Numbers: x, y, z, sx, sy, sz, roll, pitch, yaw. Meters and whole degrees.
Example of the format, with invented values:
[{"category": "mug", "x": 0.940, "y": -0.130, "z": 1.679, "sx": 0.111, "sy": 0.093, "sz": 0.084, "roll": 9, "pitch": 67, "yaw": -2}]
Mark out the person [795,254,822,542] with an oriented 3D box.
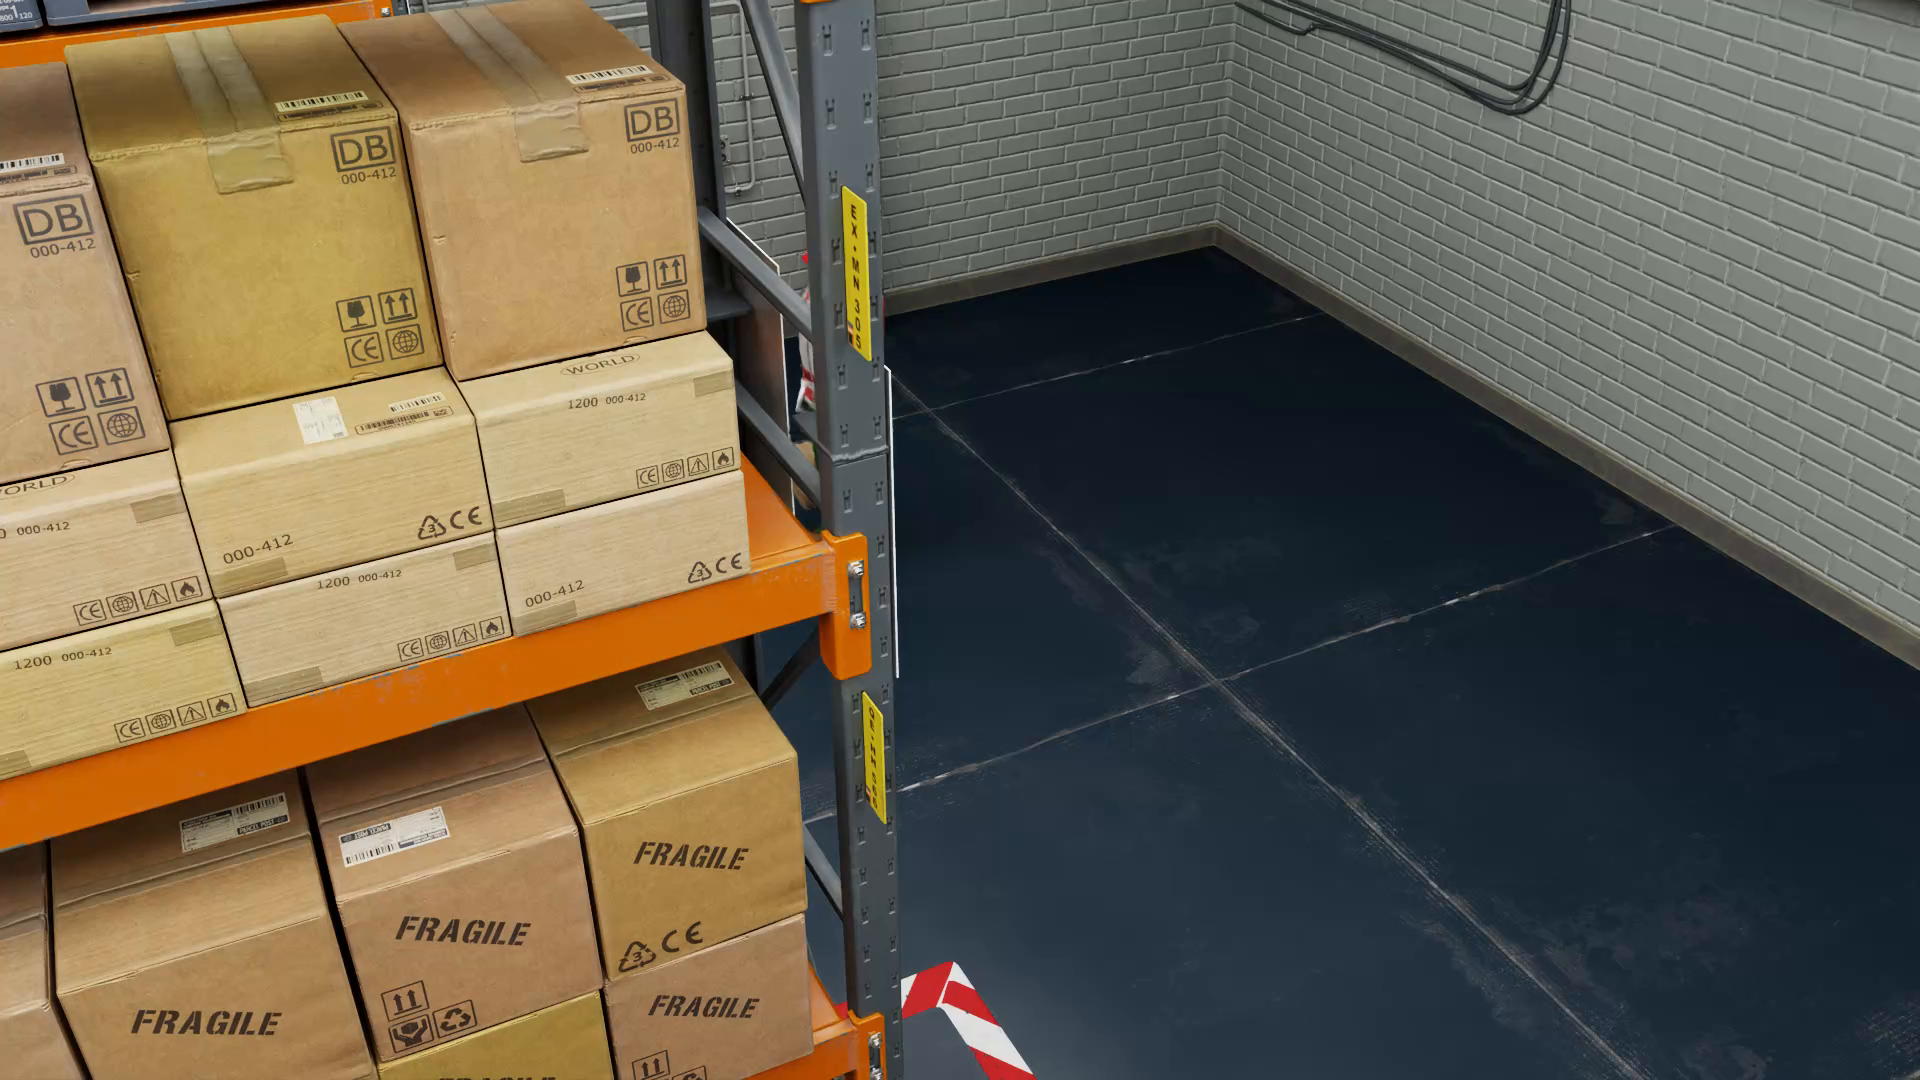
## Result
[{"category": "person", "x": -0.662, "y": -0.640, "z": 8.062, "sx": 0.475, "sy": 1.798, "sz": 0.562, "roll": -20, "pitch": 38, "yaw": -28}]
